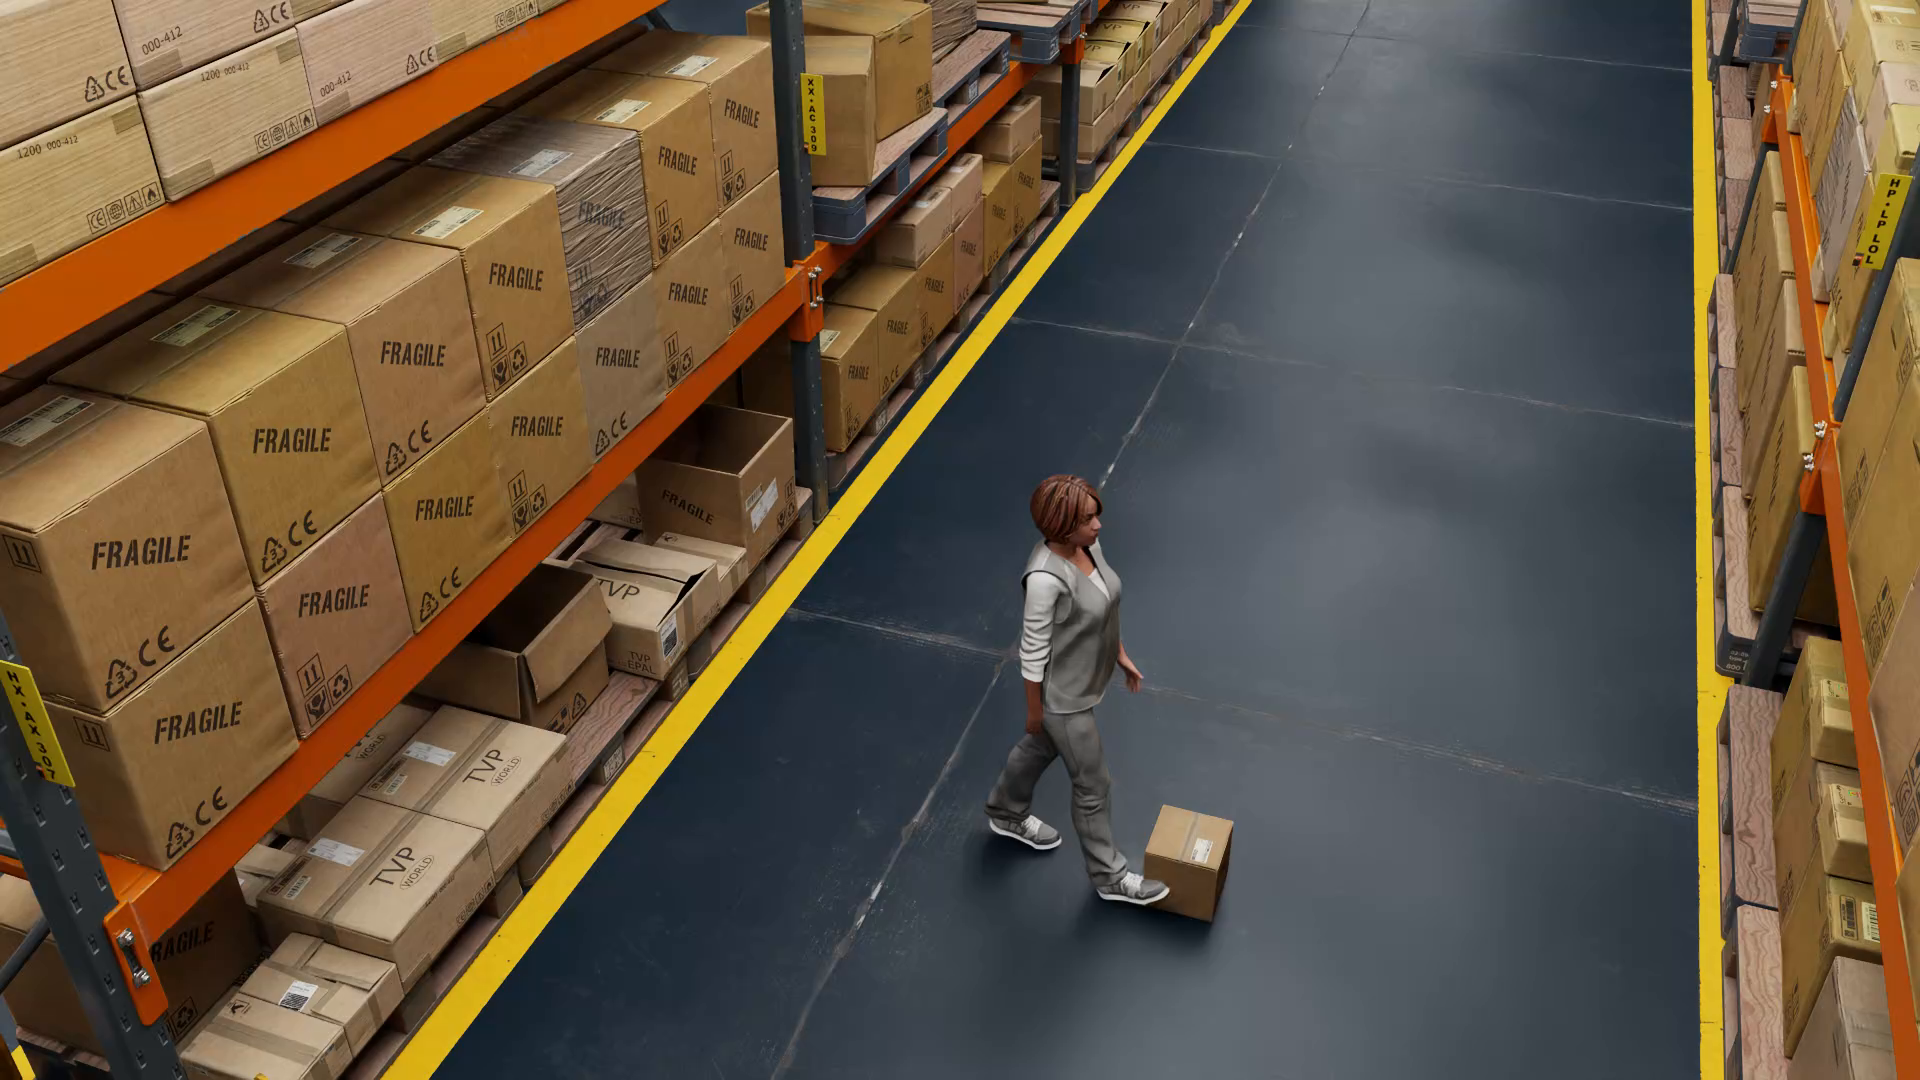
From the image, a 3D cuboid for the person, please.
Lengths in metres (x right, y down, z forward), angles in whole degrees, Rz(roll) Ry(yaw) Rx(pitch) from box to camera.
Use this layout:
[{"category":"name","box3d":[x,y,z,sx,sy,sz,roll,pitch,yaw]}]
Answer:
[{"category":"person","box3d":[0.395,0.477,5.447,0.584,1.591,0.414,12,35,17]}]
